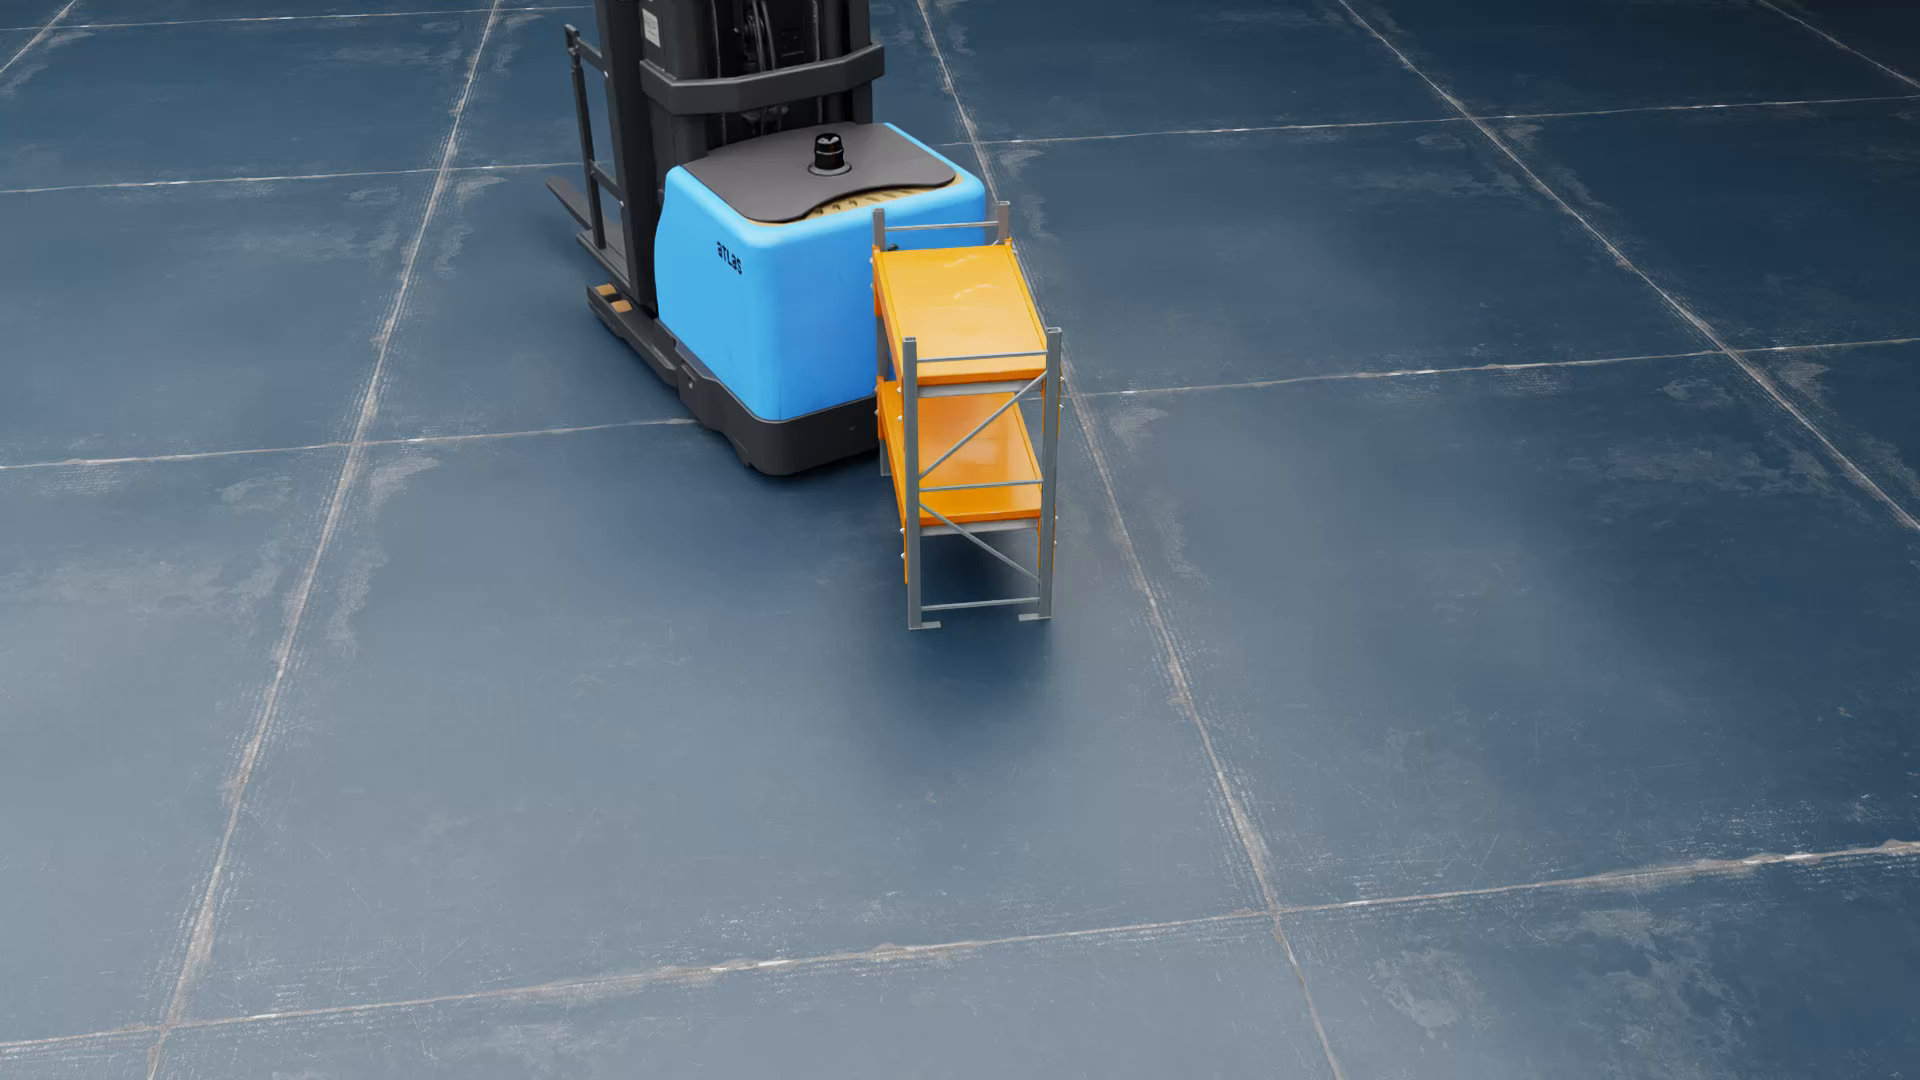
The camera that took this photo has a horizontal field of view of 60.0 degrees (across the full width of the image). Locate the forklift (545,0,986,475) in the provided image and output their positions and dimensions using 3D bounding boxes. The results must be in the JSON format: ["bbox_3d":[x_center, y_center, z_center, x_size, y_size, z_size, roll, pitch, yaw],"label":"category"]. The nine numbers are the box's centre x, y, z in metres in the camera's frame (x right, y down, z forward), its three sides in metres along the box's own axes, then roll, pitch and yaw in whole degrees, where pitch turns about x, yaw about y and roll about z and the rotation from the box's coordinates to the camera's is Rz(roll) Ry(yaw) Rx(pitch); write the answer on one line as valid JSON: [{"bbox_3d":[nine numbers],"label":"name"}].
[{"bbox_3d":[-1.076,-2.263,6.968,1.130,2.935,3.031,-19,38,-25],"label":"forklift"}]

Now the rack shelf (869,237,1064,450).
[{"bbox_3d":[0.001,-0.703,5.763,0.538,0.278,1.000,-4,35,-6],"label":"rack shelf"}]

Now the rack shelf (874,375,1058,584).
[{"bbox_3d":[0.001,-0.259,6.065,0.538,0.278,1.000,-4,35,-6],"label":"rack shelf"}]

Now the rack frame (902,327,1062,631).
[{"bbox_3d":[0.069,-0.177,5.511,0.500,1.125,0.032,-4,35,-6],"label":"rack frame"}]

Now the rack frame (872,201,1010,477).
[{"bbox_3d":[-0.067,-0.745,6.344,0.500,1.125,0.032,-4,35,-6],"label":"rack frame"}]

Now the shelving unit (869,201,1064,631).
[{"bbox_3d":[0.001,-0.461,5.928,0.538,1.125,1.048,-4,35,-6],"label":"shelving unit"}]
